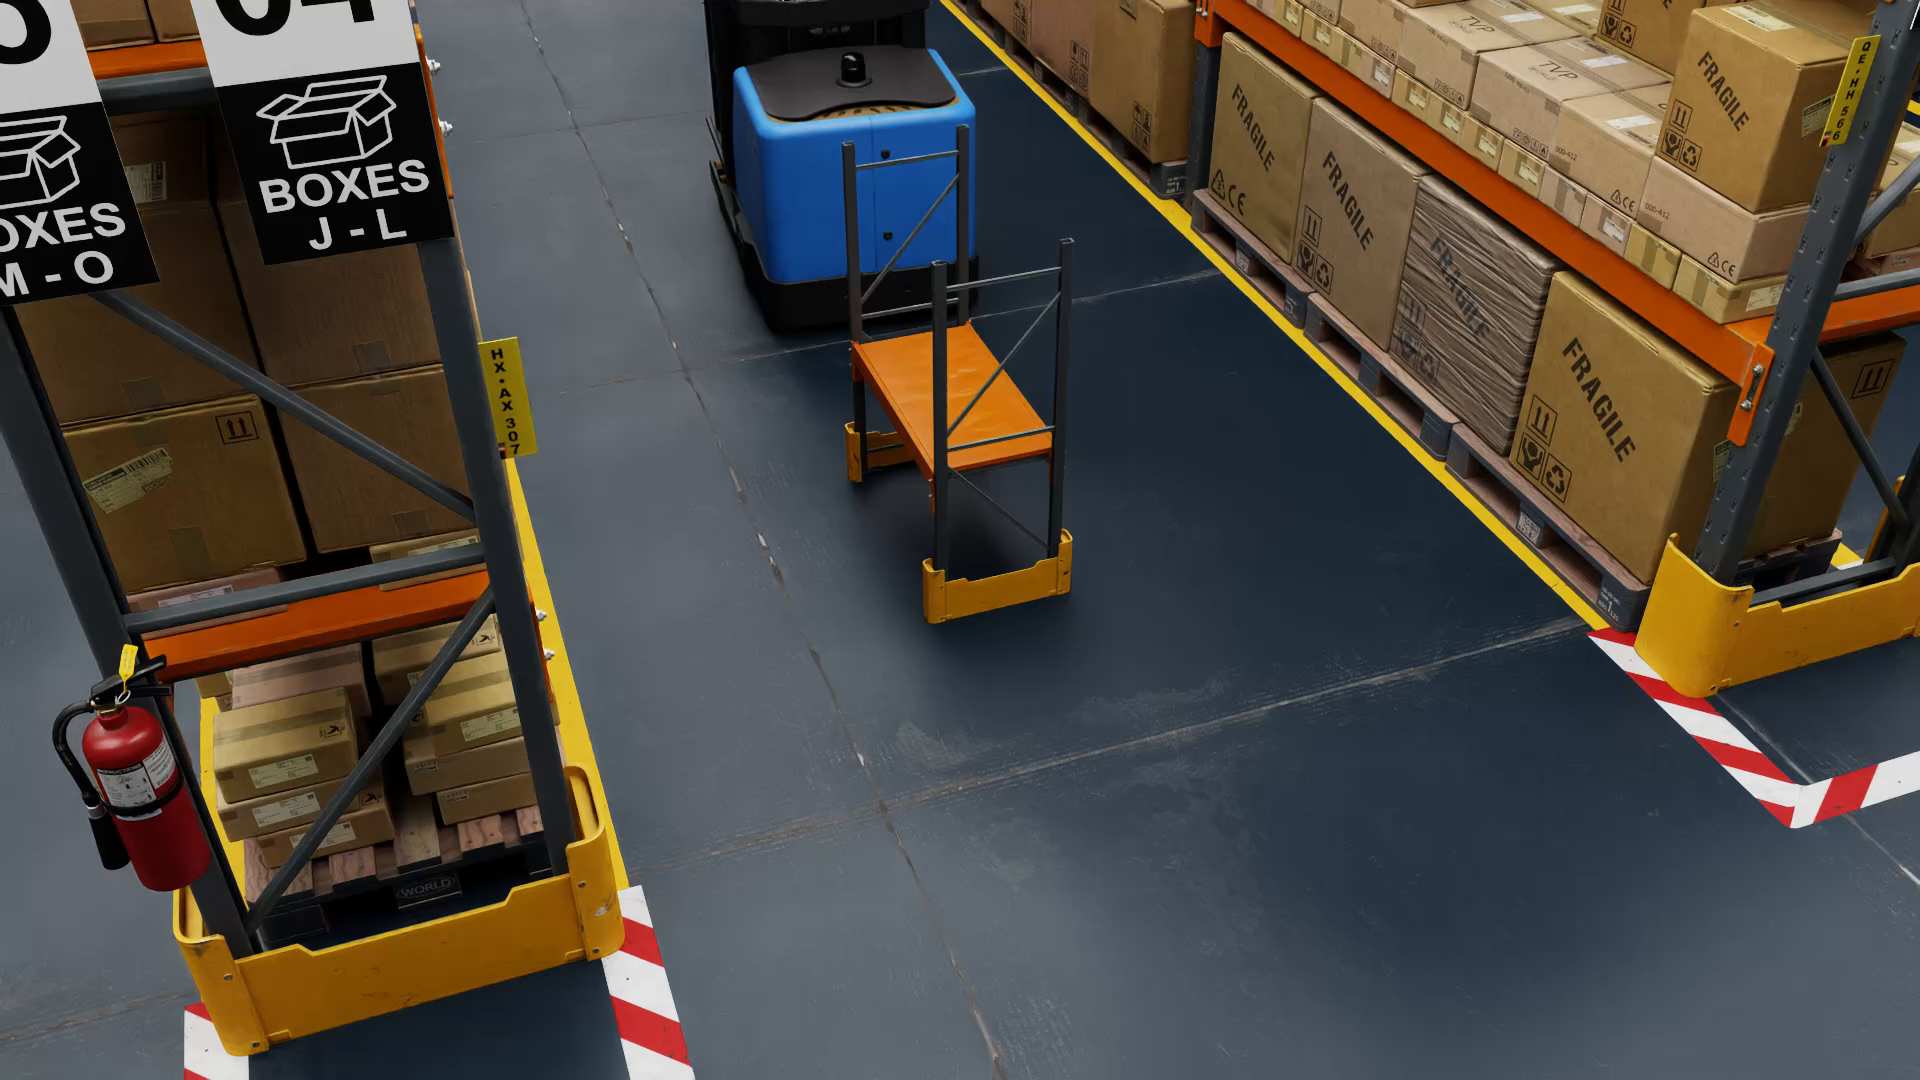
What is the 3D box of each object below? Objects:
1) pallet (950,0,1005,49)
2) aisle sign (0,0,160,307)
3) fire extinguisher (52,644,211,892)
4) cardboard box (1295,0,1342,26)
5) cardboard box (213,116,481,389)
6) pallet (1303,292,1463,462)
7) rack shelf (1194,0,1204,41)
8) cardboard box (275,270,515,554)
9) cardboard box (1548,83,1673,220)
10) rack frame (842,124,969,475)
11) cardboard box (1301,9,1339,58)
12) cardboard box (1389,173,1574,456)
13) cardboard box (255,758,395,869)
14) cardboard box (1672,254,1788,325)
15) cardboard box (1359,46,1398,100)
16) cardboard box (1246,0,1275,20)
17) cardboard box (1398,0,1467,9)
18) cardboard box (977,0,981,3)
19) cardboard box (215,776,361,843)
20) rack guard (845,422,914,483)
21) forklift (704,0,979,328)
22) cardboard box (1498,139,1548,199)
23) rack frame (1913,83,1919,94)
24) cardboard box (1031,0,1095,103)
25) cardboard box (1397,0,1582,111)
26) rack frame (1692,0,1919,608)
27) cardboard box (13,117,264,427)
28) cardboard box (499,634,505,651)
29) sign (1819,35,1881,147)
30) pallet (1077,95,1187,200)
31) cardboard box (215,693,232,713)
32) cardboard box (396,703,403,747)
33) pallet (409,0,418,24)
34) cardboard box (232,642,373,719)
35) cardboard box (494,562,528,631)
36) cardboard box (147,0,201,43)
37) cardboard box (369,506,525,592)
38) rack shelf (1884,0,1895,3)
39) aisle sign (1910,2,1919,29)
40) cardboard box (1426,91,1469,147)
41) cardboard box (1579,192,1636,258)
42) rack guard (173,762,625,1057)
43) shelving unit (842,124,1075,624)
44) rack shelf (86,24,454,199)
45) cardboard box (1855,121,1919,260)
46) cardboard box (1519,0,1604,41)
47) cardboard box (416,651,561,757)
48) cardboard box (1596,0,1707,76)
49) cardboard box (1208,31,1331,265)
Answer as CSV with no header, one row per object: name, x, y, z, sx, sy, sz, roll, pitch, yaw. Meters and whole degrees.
pallet,0.545,-3.791,11.608,1.003,0.211,1.213,-12,39,-16
aisle sign,-1.851,-0.812,3.174,0.394,0.787,0.004,-12,39,-16
fire extinguisher,-1.941,0.541,3.913,0.296,0.674,0.183,-12,39,-16
cardboard box,1.803,-2.564,7.538,0.500,0.250,0.500,-13,39,-16
cardboard box,-1.500,-0.744,4.083,0.500,0.500,0.500,-13,39,-16
pallet,2.333,-0.857,7.712,1.003,0.211,1.213,-12,39,-16
rack shelf,1.033,-3.949,10.097,1.077,0.370,4.000,-12,39,-16
cardboard box,-1.490,-0.347,4.387,0.500,0.500,0.500,-11,38,-14
cardboard box,2.507,-1.411,6.008,0.500,0.250,0.500,-13,39,-17
rack frame,-0.204,-0.934,6.744,0.500,1.500,0.032,-12,39,-16
cardboard box,1.784,-2.325,7.552,0.380,0.149,0.250,-13,39,-17
cardboard box,2.489,-1.025,7.034,0.875,0.875,0.875,-12,39,-16
cardboard box,-1.971,0.840,5.162,0.380,0.149,0.250,-12,39,-15
cardboard box,2.666,-0.879,5.633,0.380,0.149,0.250,-12,39,-15
cardboard box,1.957,-2.038,7.171,0.380,0.149,0.250,-12,39,-15
cardboard box,1.601,-2.622,7.946,0.380,0.149,0.250,-14,39,-17
cardboard box,1.991,-2.569,6.921,0.500,0.500,0.500,-14,39,-17
cardboard box,0.562,-4.291,11.371,1.225,0.875,0.875,-14,39,-18
cardboard box,-2.044,0.736,5.053,0.380,0.149,0.250,-13,39,-17
rack guard,-0.198,-0.424,7.105,0.587,0.250,0.087,-12,39,-16
forklift,-0.780,-3.076,8.397,1.130,2.935,3.031,-9,38,-12
cardboard box,2.313,-1.456,6.399,0.380,0.149,0.250,-13,39,-17
rack frame,6.371,-4.132,9.742,1.000,3.000,0.127,-12,39,-16
cardboard box,1.174,-3.288,10.038,1.225,0.875,0.875,-14,39,-18
cardboard box,2.149,-1.992,6.779,0.500,0.250,0.500,-12,39,-16
rack frame,3.097,-0.847,5.381,1.000,3.000,0.127,-12,39,-16
cardboard box,-1.986,-0.642,3.948,0.500,0.500,0.500,-13,39,-17
cardboard box,-1.575,0.460,5.420,0.380,0.149,0.250,-13,39,-16
sign,2.583,-1.299,4.823,0.100,0.325,0.005,-12,39,-16
pallet,1.385,-2.413,9.778,1.003,0.211,1.213,-12,39,-16
cardboard box,-2.225,0.443,5.442,0.380,0.149,0.250,-14,39,-18
cardboard box,-1.641,0.601,5.480,0.380,0.149,0.250,-13,39,-16
pallet,-3.097,-2.522,7.764,1.003,0.211,1.213,-12,39,-16
cardboard box,-2.047,0.456,5.178,0.380,0.149,0.250,-12,39,-15
cardboard box,-1.630,0.190,5.530,0.380,0.149,0.250,-13,39,-16
cardboard box,-1.509,-1.322,3.643,0.500,0.250,0.500,-11,38,-14
cardboard box,-1.398,-0.027,4.502,0.380,0.149,0.250,-13,39,-16
rack shelf,2.409,-2.887,6.195,1.077,0.370,4.000,-12,39,-16
aisle sign,2.840,-1.782,4.463,0.394,0.787,0.004,-12,39,-16
cardboard box,2.140,-1.743,6.780,0.380,0.149,0.250,-12,39,-15
cardboard box,2.489,-1.169,6.017,0.380,0.149,0.250,-12,39,-16
rack guard,-1.621,1.079,4.903,1.175,0.500,0.348,-12,39,-16
shelving unit,-0.026,-0.642,6.356,0.587,1.500,1.083,-12,39,-16
rack shelf,-2.283,-1.918,4.907,1.077,0.370,4.000,-12,39,-16
cardboard box,3.186,-1.233,5.771,0.500,0.250,0.500,-13,39,-17
cardboard box,2.647,-2.103,6.927,0.500,0.250,0.500,-13,39,-17
cardboard box,-1.456,0.490,5.132,0.380,0.149,0.250,-14,39,-18
cardboard box,2.830,-2.106,6.307,0.500,0.500,0.500,-13,39,-17
cardboard box,1.873,-2.036,8.377,0.875,0.875,0.875,-12,39,-16
